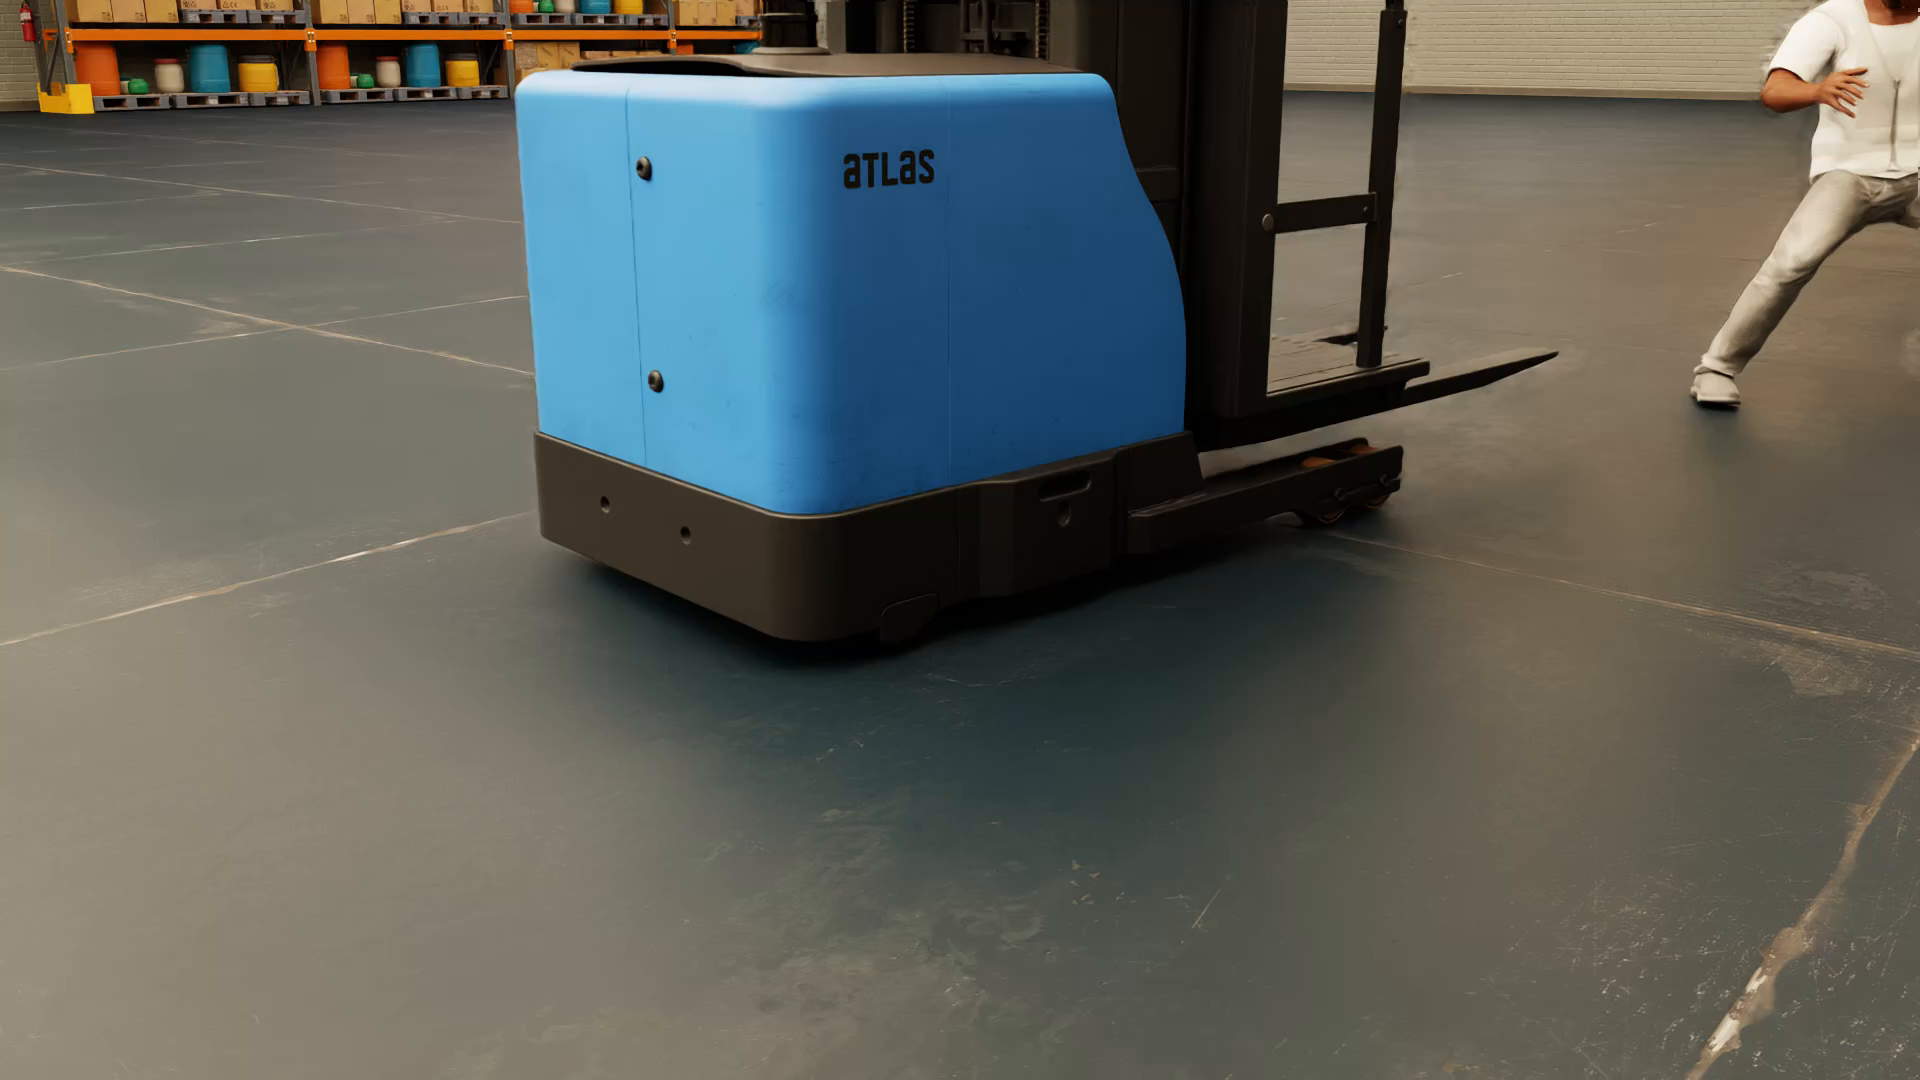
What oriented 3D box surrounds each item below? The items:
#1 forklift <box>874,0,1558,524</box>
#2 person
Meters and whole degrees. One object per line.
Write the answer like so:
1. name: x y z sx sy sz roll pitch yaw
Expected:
1. forklift: 0.485 -1.540 3.968 3.031 2.935 1.121 -15 22 -40
2. person: 2.917 -1.163 5.146 1.037 1.534 0.766 5 18 17
